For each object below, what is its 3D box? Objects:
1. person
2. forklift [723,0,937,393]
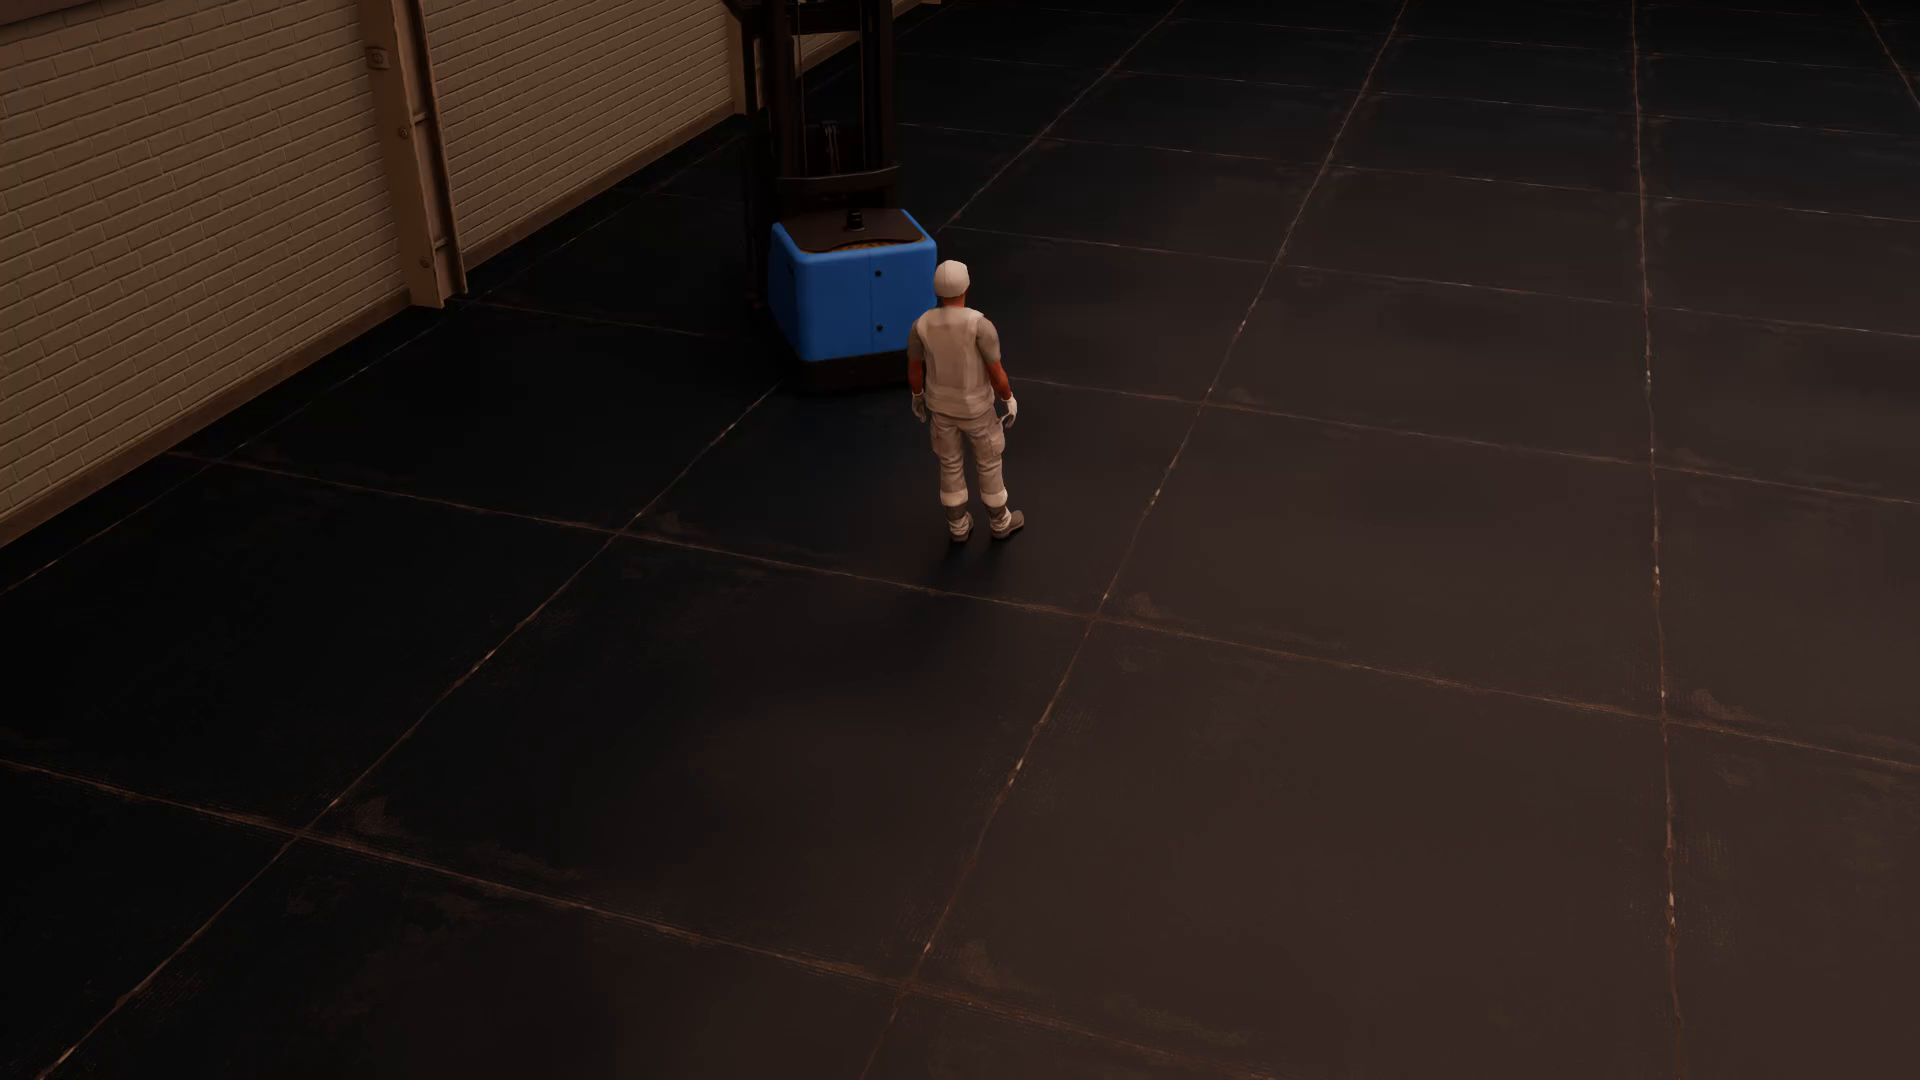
[{"bbox_3d":[0.038,-0.819,9.711,0.637,1.787,0.564,10,31,16],"label":"person"},{"bbox_3d":[-1.093,-3.032,12.455,1.130,2.935,3.031,-9,31,-16],"label":"forklift"}]
